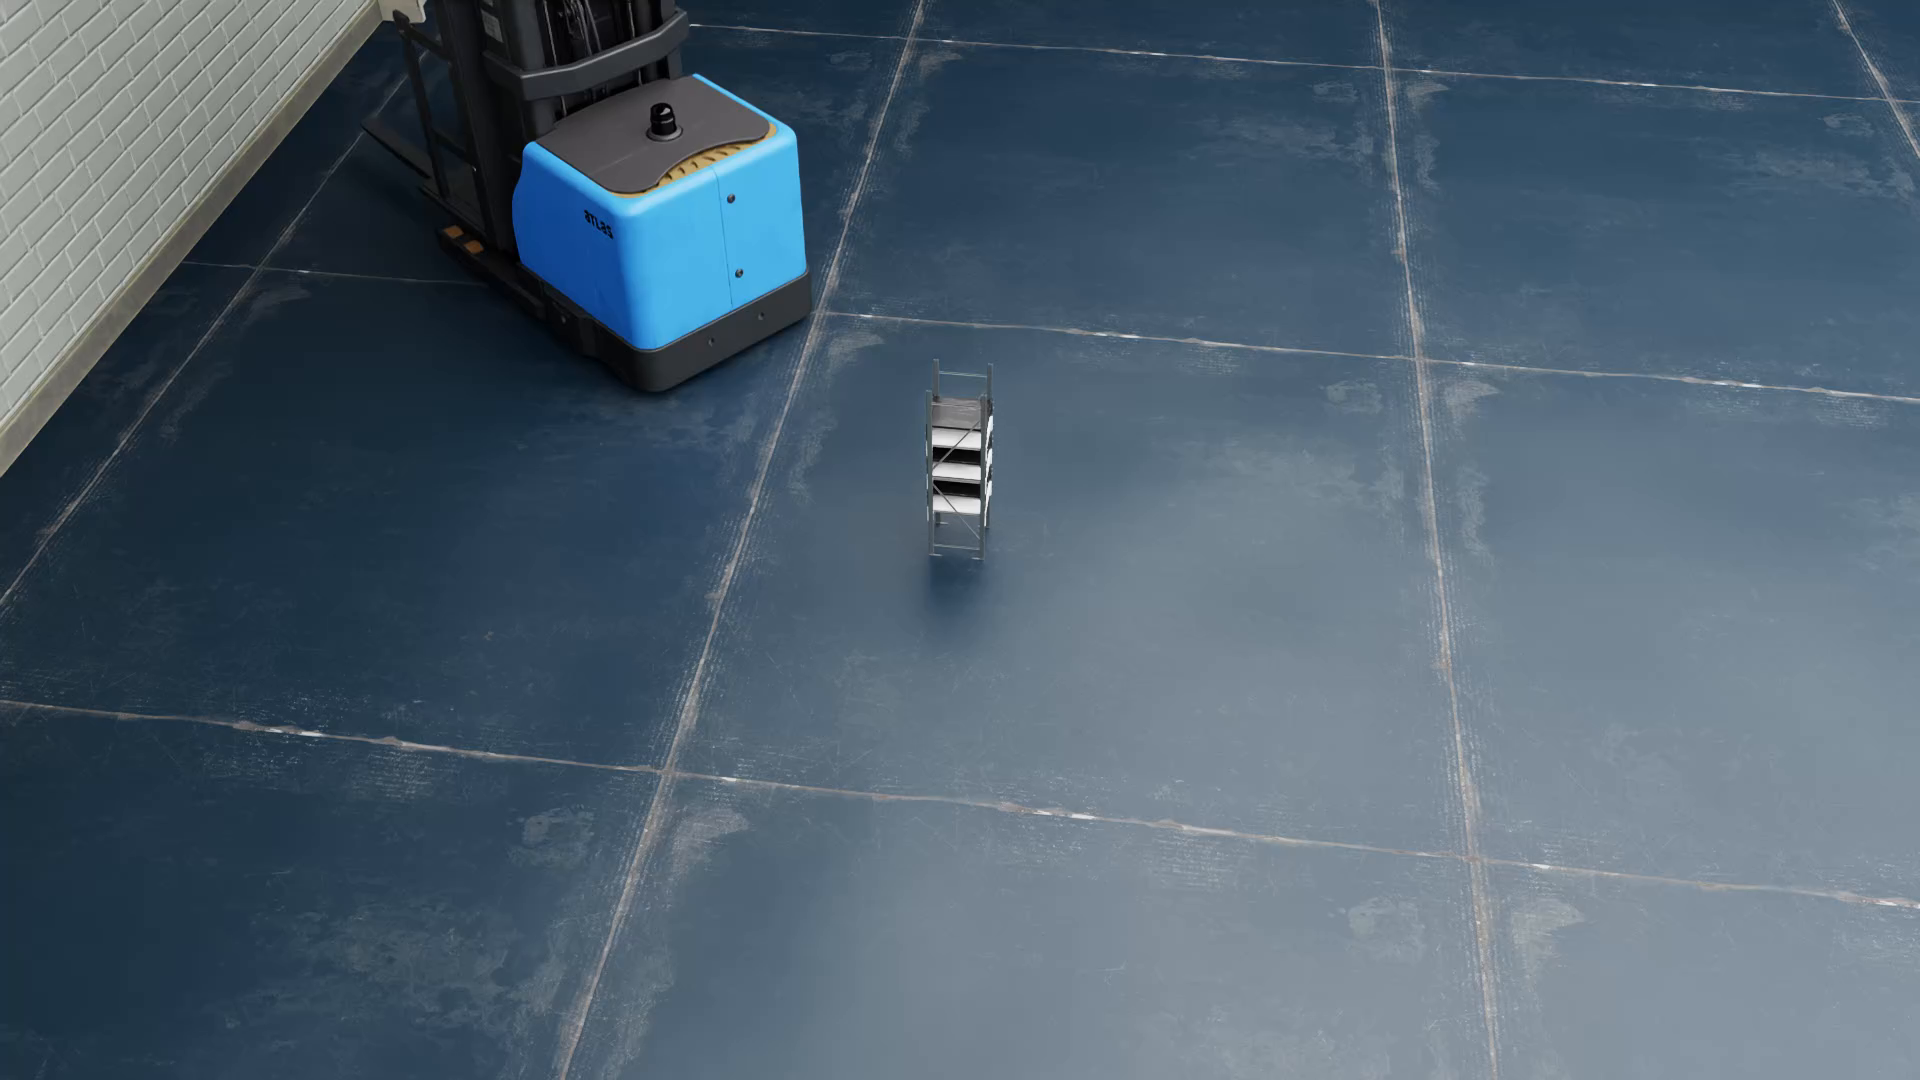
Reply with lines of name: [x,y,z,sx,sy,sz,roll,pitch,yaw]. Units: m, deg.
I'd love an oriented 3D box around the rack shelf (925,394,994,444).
rack shelf: [-0.001,-0.493,6.772,0.258,0.077,0.200,5,44,6]

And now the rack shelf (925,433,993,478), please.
rack shelf: [-0.001,-0.362,6.896,0.258,0.077,0.200,5,44,6]

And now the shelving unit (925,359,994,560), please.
shelving unit: [-0.001,-0.321,6.935,0.258,0.900,0.210,5,44,6]

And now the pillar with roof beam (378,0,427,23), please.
pillar with roof beam: [0.654,-6.384,7.447,9.100,9.000,0.400,5,44,6]

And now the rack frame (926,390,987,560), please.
rack frame: [-0.015,-0.252,6.862,0.240,0.900,0.006,5,44,6]

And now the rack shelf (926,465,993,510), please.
rack shelf: [-0.001,-0.232,7.020,0.258,0.077,0.200,5,44,6]

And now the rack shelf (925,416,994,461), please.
rack shelf: [-0.001,-0.428,6.834,0.258,0.077,0.200,5,44,6]

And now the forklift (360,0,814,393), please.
forklift: [-2.117,-2.681,7.949,1.130,2.935,3.031,-33,53,-30]

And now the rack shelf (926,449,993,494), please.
rack shelf: [-0.001,-0.297,6.958,0.258,0.077,0.200,5,44,6]

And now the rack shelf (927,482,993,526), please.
rack shelf: [-0.001,-0.166,7.081,0.258,0.077,0.200,5,44,6]

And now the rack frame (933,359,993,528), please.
rack frame: [0.012,-0.391,7.008,0.240,0.900,0.006,5,44,6]
